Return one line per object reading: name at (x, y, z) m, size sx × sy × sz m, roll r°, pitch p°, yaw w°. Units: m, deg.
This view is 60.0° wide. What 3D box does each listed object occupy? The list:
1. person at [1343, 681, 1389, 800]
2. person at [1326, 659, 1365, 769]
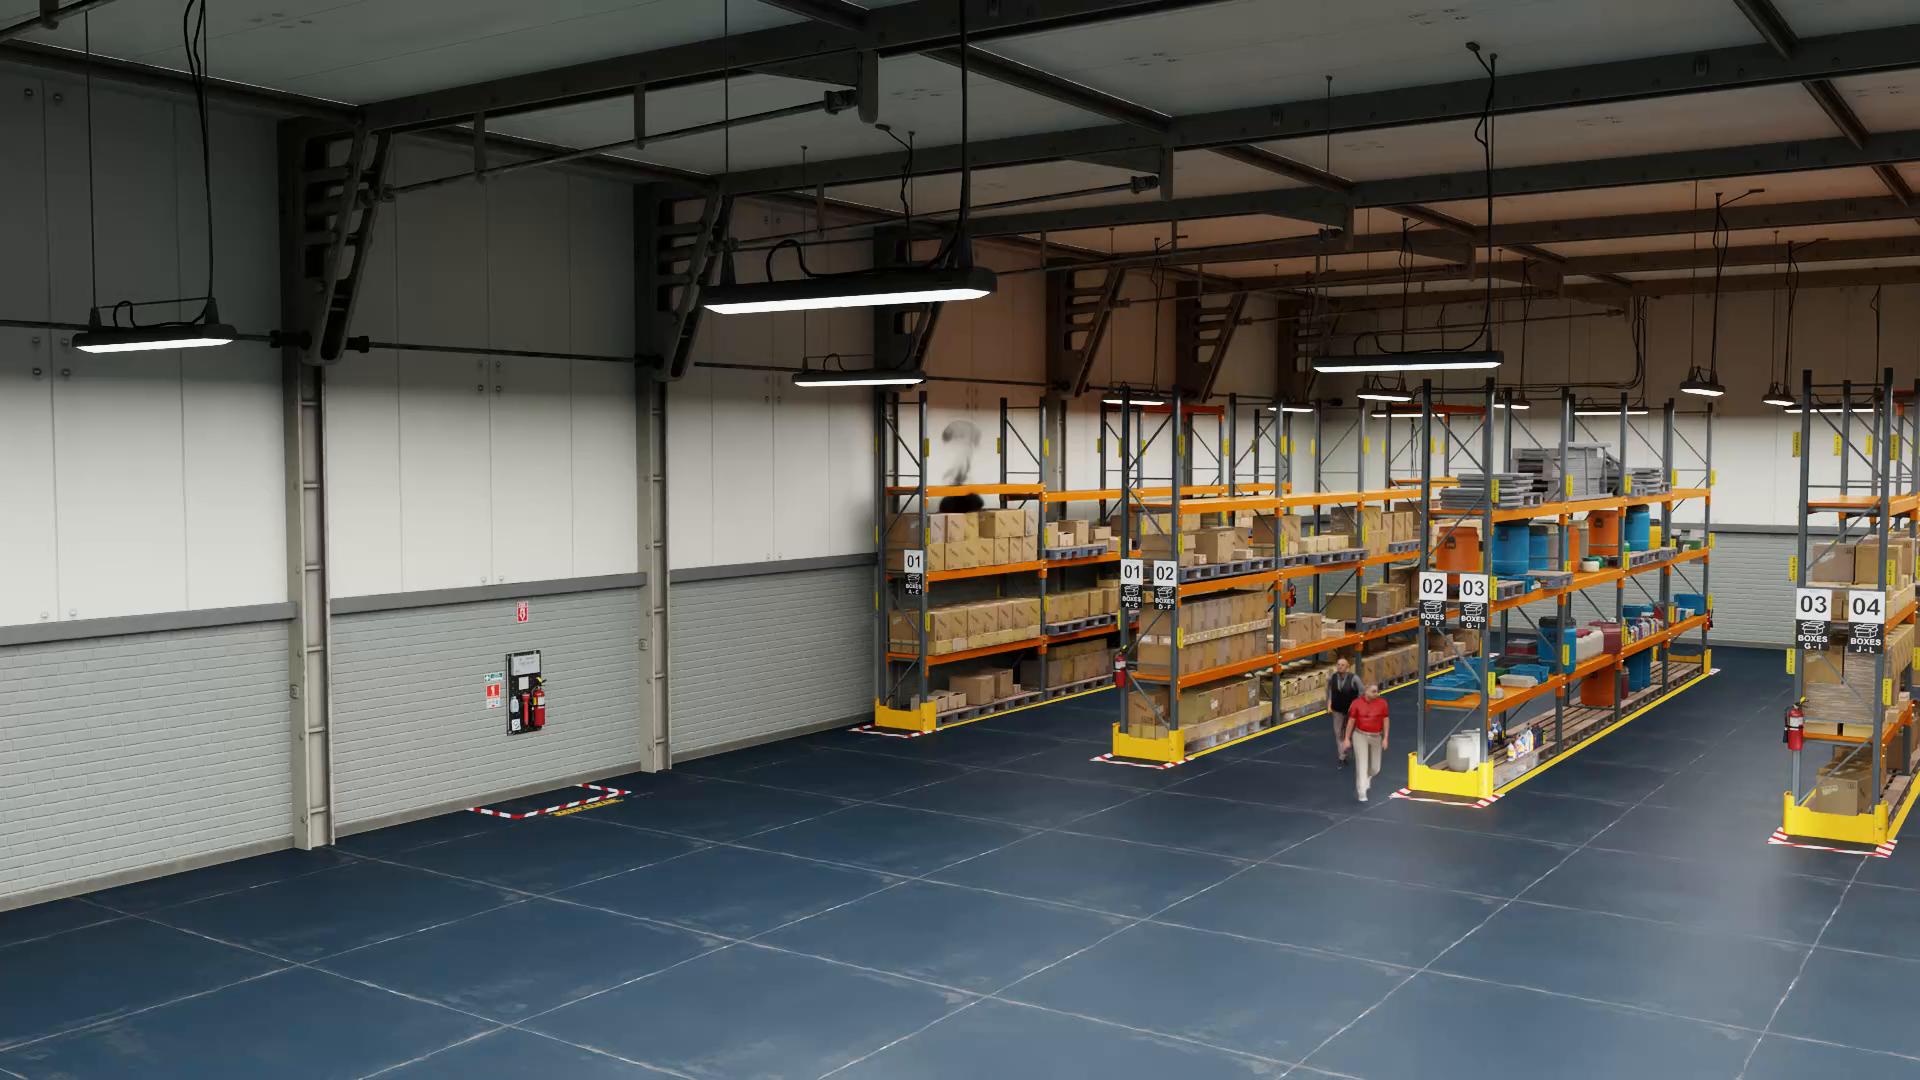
person at (5.803, 2.829, 23.762) m, size 0.635 × 1.667 × 0.962 m, roll 0°, pitch 3°, yaw -1°
person at (6.094, 2.716, 26.294) m, size 0.676 × 1.704 × 0.916 m, roll 2°, pitch 4°, yaw 29°
